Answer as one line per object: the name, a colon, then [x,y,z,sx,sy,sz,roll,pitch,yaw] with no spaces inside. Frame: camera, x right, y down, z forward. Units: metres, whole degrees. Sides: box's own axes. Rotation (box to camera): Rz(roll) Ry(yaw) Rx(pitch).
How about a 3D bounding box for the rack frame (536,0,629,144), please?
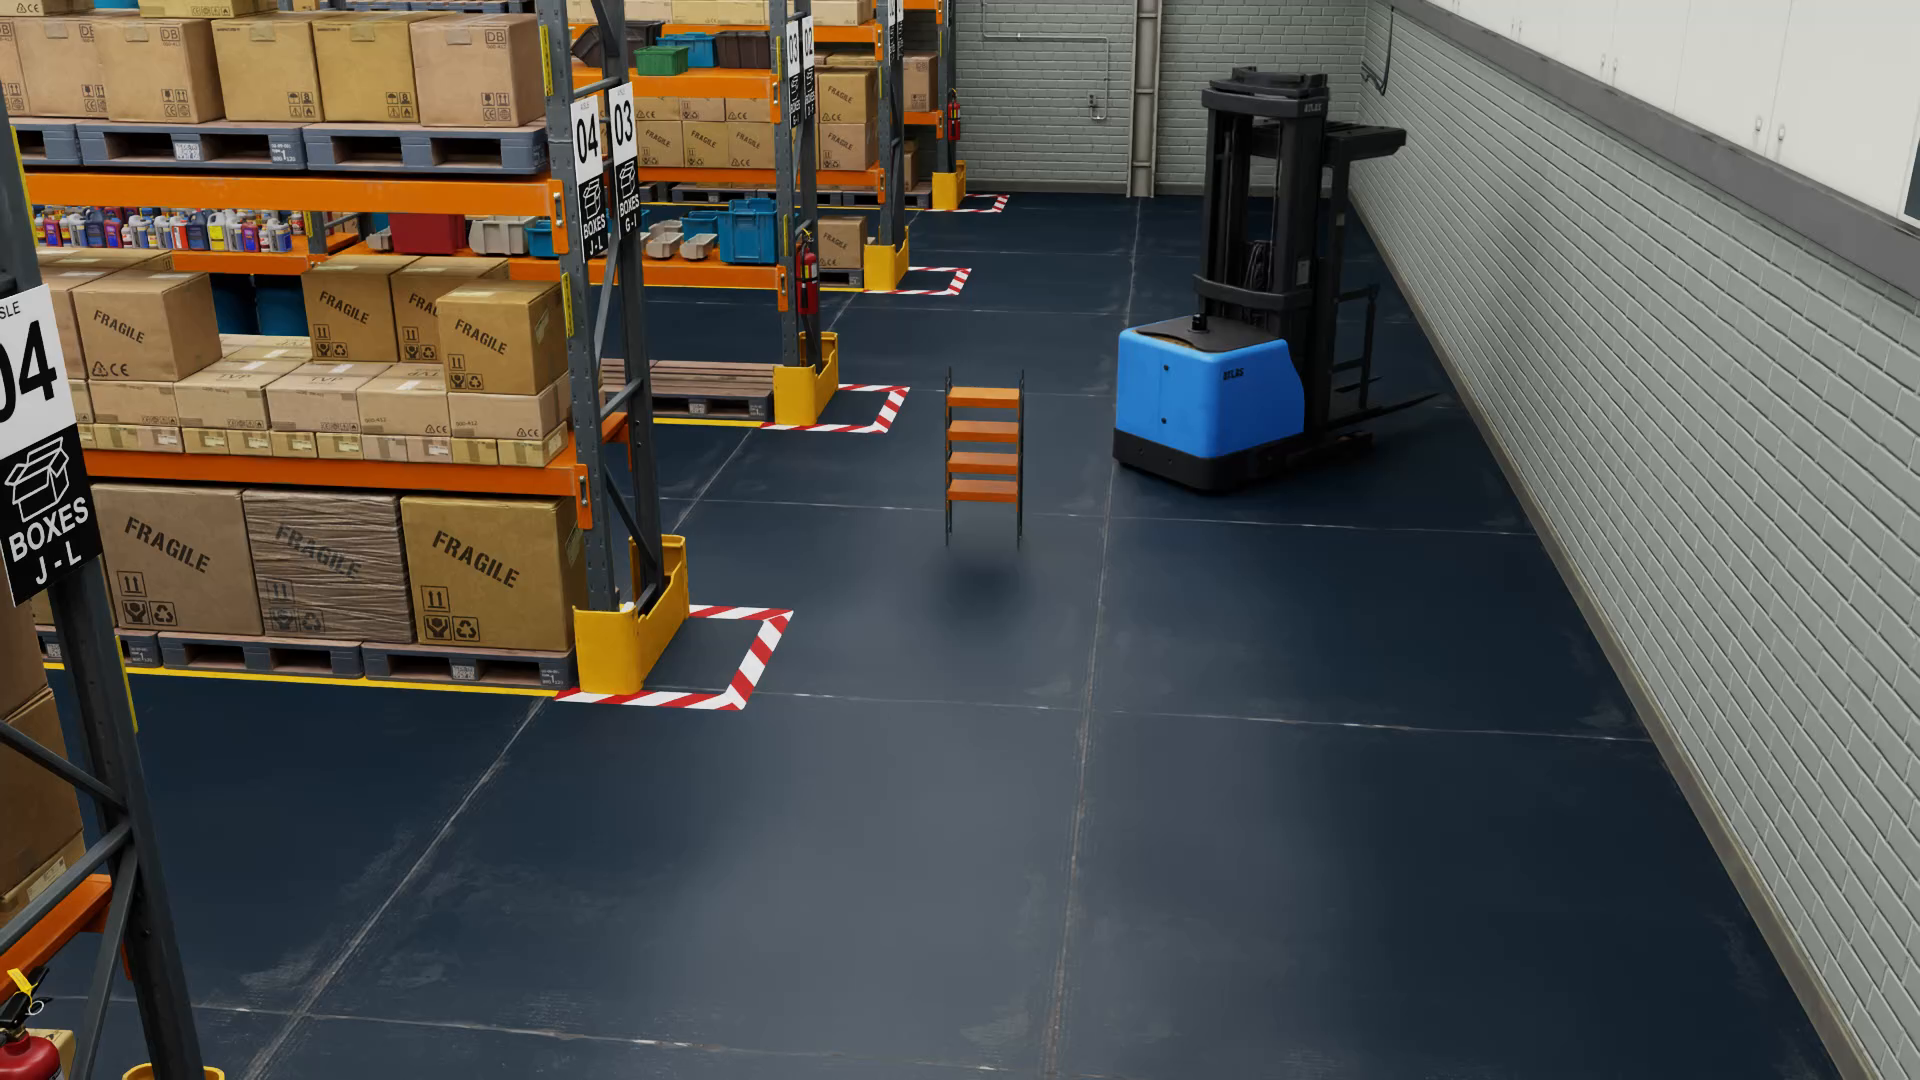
rack frame: [-1.924,-3.539,8.153,0.127,3.000,1.000,2,22,6]

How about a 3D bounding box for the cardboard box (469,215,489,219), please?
cardboard box: [-5.251,-3.498,19.010,0.500,0.500,0.500,2,22,6]

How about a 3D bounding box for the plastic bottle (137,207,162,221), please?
plastic bottle: [-7.230,-2.934,14.848,0.185,0.351,0.144,2,22,6]

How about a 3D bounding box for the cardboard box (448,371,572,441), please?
cardboard box: [-2.437,-0.742,9.037,0.500,0.250,0.500,2,22,5]

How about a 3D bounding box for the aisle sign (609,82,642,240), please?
aisle sign: [-1.818,-2.065,9.047,0.004,0.787,0.394,2,22,6]

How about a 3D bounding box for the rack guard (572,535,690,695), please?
rack guard: [-1.901,0.414,9.713,0.348,0.500,1.175,2,22,6]

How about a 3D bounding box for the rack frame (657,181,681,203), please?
rack frame: [-4.148,-6.348,23.417,0.127,3.000,1.000,2,22,6]

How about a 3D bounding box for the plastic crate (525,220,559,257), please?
plastic crate: [-3.411,-2.503,13.838,0.300,0.233,0.416,2,22,6]

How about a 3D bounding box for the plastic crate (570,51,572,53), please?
plastic crate: [-3.423,-3.829,13.324,0.530,0.136,0.437,2,22,6]

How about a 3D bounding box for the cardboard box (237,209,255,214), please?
cardboard box: [-8.281,-3.630,19.344,0.500,0.500,0.500,3,22,9]

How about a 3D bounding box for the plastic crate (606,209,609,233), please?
plastic crate: [-3.153,-2.709,14.358,0.300,0.233,0.416,2,22,6]

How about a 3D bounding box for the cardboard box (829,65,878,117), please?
cardboard box: [-1.164,-4.993,18.494,0.500,0.500,0.500,3,22,8]

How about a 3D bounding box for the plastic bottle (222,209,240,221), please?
plastic bottle: [-6.248,-2.681,14.208,0.185,0.351,0.144,2,22,6]

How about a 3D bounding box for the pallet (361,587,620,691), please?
pallet: [-2.728,0.541,9.784,1.213,0.211,1.003,2,22,6]

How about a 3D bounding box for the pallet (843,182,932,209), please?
pallet: [-0.979,-4.884,23.507,1.213,0.211,1.003,2,22,6]

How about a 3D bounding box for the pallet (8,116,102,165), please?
pallet: [-5.085,-2.237,9.059,1.213,0.211,1.003,2,22,6]

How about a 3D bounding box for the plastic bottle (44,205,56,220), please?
plastic bottle: [-8.202,-2.916,15.005,0.097,0.201,0.097,0,22,0]

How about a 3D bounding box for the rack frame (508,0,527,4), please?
rack frame: [-4.727,-7.329,17.739,0.127,3.000,1.000,2,22,6]

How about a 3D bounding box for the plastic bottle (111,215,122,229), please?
plastic bottle: [-7.214,-2.647,14.229,0.097,0.271,0.097,0,22,0]

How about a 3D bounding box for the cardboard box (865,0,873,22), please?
cardboard box: [-1.235,-5.806,18.171,0.500,0.250,0.500,2,22,6]

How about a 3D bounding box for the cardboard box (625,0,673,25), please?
cardboard box: [-3.281,-5.708,17.922,0.500,0.250,0.500,2,22,6]

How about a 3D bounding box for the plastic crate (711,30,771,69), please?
plastic crate: [-1.691,-4.010,13.602,0.590,0.269,0.497,2,22,6]

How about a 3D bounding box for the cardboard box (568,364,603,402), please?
cardboard box: [-2.369,-0.937,9.531,0.500,0.250,0.500,2,22,5]

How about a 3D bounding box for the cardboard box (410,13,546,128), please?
cardboard box: [-2.447,-2.436,8.598,0.500,0.500,0.700,1,22,3]

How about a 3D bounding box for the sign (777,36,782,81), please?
sign: [-1.390,-3.703,12.788,0.005,0.325,0.100,2,22,6]

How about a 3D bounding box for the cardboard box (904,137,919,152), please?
cardboard box: [-0.735,-5.571,23.397,0.250,0.149,0.380,3,22,7]

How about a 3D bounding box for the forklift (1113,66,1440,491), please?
forklift: [2.649,-2.145,12.879,3.031,2.935,1.130,-16,27,-36]

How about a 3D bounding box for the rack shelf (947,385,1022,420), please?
rack shelf: [0.164,-0.916,11.057,0.480,0.148,0.258,2,22,6]

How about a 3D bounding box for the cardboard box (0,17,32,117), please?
cardboard box: [-5.112,-2.594,8.998,0.500,0.500,0.700,1,22,3]

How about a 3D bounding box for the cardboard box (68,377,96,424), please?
cardboard box: [-4.968,-0.852,9.314,0.500,0.250,0.500,2,22,6]

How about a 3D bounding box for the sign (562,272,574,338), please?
sign: [-2.002,-1.201,8.500,0.005,0.325,0.100,2,22,6]

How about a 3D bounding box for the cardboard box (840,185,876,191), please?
cardboard box: [-1.379,-5.223,23.400,0.500,0.500,0.700,2,22,6]

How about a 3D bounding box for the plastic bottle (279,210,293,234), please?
plastic bottle: [-5.973,-2.851,14.746,0.097,0.271,0.097,0,22,0]

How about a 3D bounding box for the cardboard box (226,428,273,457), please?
cardboard box: [-3.835,-0.594,9.204,0.250,0.149,0.380,3,22,7]

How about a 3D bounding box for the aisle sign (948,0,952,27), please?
aisle sign: [-0.139,-7.271,22.216,0.004,0.787,0.394,2,22,6]

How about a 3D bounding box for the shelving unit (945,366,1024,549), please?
shelving unit: [0.164,-0.551,11.201,0.503,1.200,0.258,2,22,6]

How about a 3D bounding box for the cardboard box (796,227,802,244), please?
cardboard box: [-1.758,-3.441,19.205,0.500,0.250,0.500,2,22,6]

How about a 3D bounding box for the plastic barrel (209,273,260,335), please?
plastic barrel: [-6.555,-2.011,14.729,0.708,0.901,0.600,2,22,6]

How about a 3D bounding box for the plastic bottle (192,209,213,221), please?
plastic bottle: [-6.666,-2.817,14.654,0.135,0.276,0.152,2,22,6]

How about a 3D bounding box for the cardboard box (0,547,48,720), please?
cardboard box: [-3.023,0.291,4.724,0.500,0.500,0.500,2,22,6]

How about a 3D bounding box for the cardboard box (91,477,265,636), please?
cardboard box: [-4.357,-0.033,9.762,0.875,0.875,0.875,2,22,6]

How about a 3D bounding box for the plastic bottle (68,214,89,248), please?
plastic bottle: [-7.517,-2.650,14.231,0.135,0.276,0.152,2,22,6]

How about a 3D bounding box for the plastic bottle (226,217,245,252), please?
plastic bottle: [-6.106,-2.588,14.075,0.135,0.276,0.152,2,22,6]

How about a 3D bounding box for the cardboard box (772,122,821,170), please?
cardboard box: [-1.747,-4.354,18.237,0.500,0.500,0.500,3,22,7]

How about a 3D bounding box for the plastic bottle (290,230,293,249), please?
plastic bottle: [-5.747,-2.584,14.166,0.097,0.201,0.097,0,22,0]

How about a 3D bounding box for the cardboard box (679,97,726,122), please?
cardboard box: [-2.756,-4.861,18.160,0.500,0.500,0.500,3,22,8]

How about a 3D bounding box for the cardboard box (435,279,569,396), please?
cardboard box: [-2.439,-1.092,8.902,0.500,0.500,0.500,3,22,7]

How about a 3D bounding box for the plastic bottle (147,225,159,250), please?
plastic bottle: [-6.859,-2.576,14.146,0.097,0.201,0.097,0,22,0]

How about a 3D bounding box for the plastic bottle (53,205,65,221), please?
plastic bottle: [-8.106,-2.944,14.981,0.097,0.271,0.097,0,22,0]

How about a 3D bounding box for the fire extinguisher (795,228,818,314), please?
fire extinguisher: [-1.245,-2.176,13.477,0.183,0.674,0.296,2,22,6]

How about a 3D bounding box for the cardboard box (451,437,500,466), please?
cardboard box: [-2.575,-0.539,9.064,0.250,0.149,0.380,3,22,7]

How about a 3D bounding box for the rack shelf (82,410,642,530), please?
rack shelf: [-3.910,-0.502,9.607,4.000,0.370,1.077,2,22,6]

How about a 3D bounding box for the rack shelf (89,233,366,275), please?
rack shelf: [-7.300,-2.483,14.619,4.000,0.370,1.077,2,22,6]
